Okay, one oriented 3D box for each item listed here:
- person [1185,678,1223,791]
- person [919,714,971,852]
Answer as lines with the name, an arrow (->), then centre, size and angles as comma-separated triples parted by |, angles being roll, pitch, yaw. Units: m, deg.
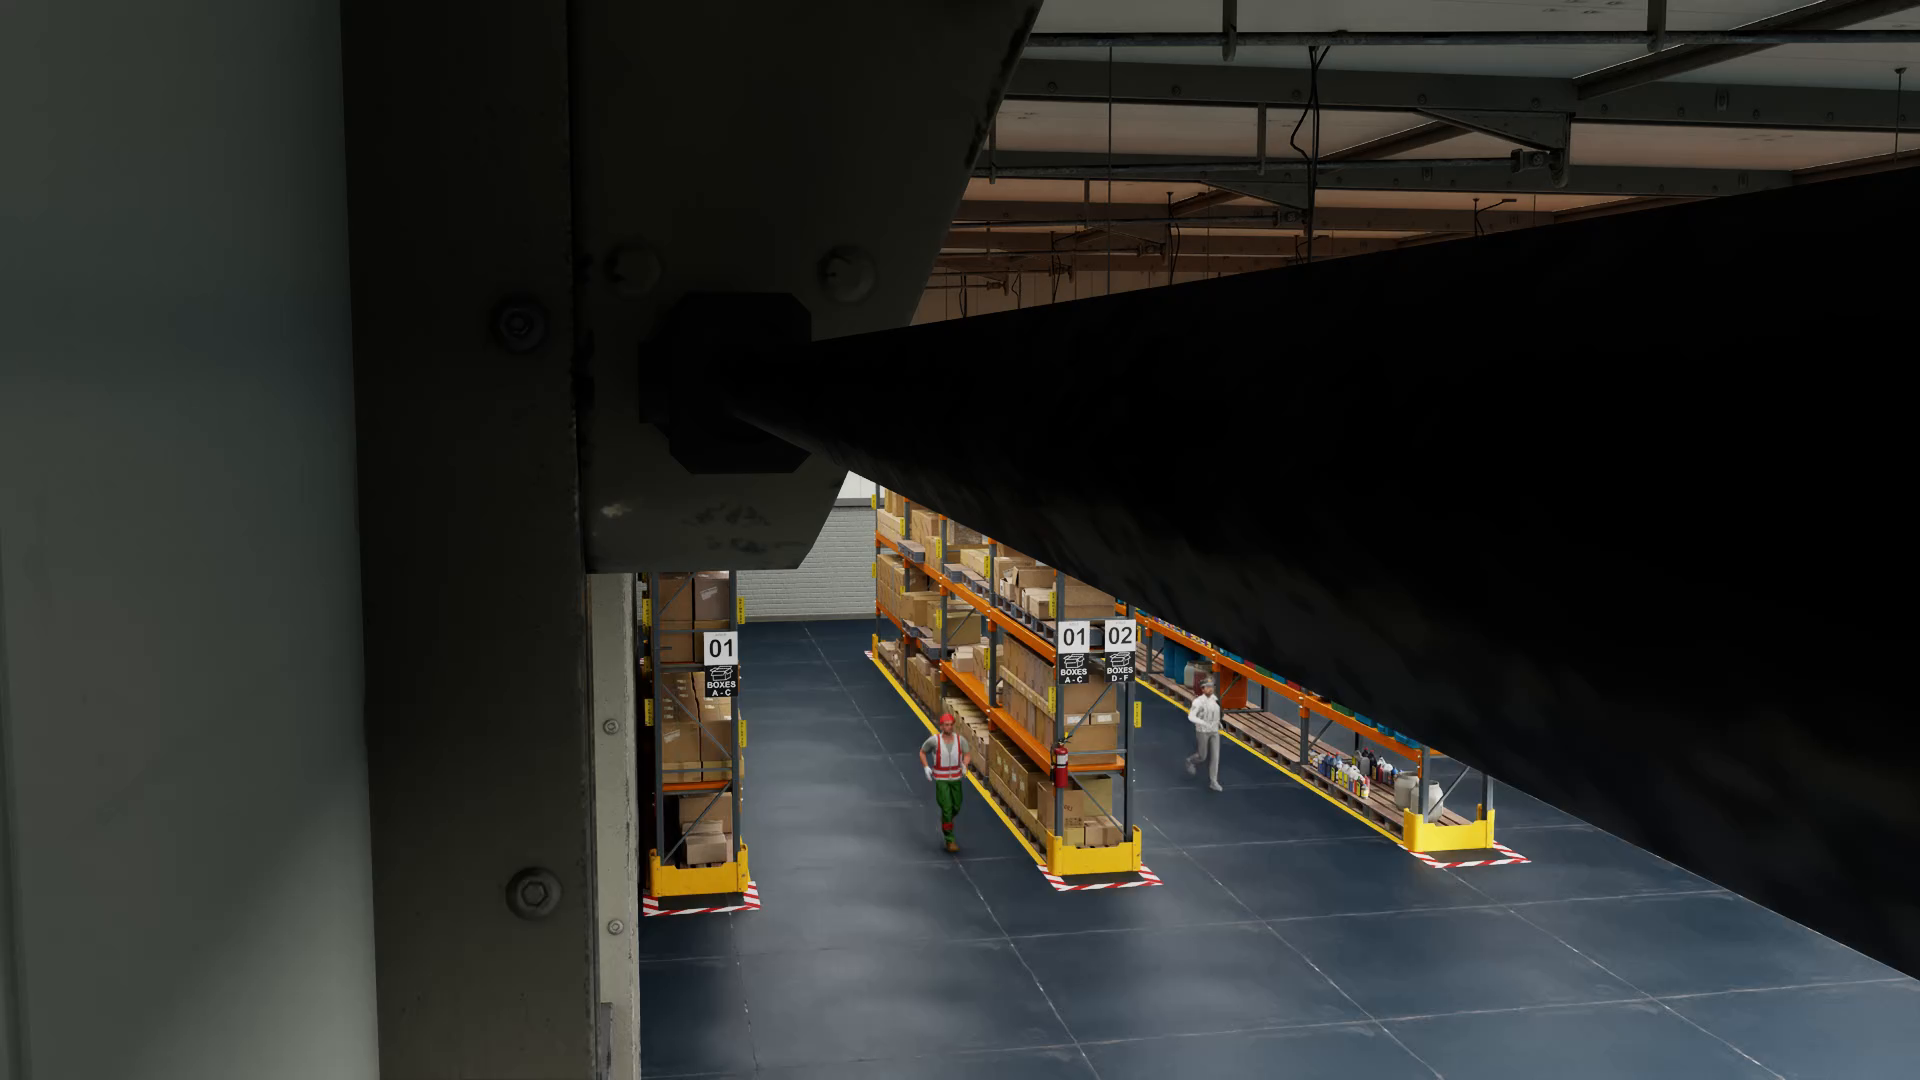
person -> 3.745, 2.902, 25.183 | 0.618, 1.669, 0.890 | -3, 6, -23
person -> -0.183, 3.172, 22.074 | 0.678, 1.770, 0.861 | -2, 6, -18
